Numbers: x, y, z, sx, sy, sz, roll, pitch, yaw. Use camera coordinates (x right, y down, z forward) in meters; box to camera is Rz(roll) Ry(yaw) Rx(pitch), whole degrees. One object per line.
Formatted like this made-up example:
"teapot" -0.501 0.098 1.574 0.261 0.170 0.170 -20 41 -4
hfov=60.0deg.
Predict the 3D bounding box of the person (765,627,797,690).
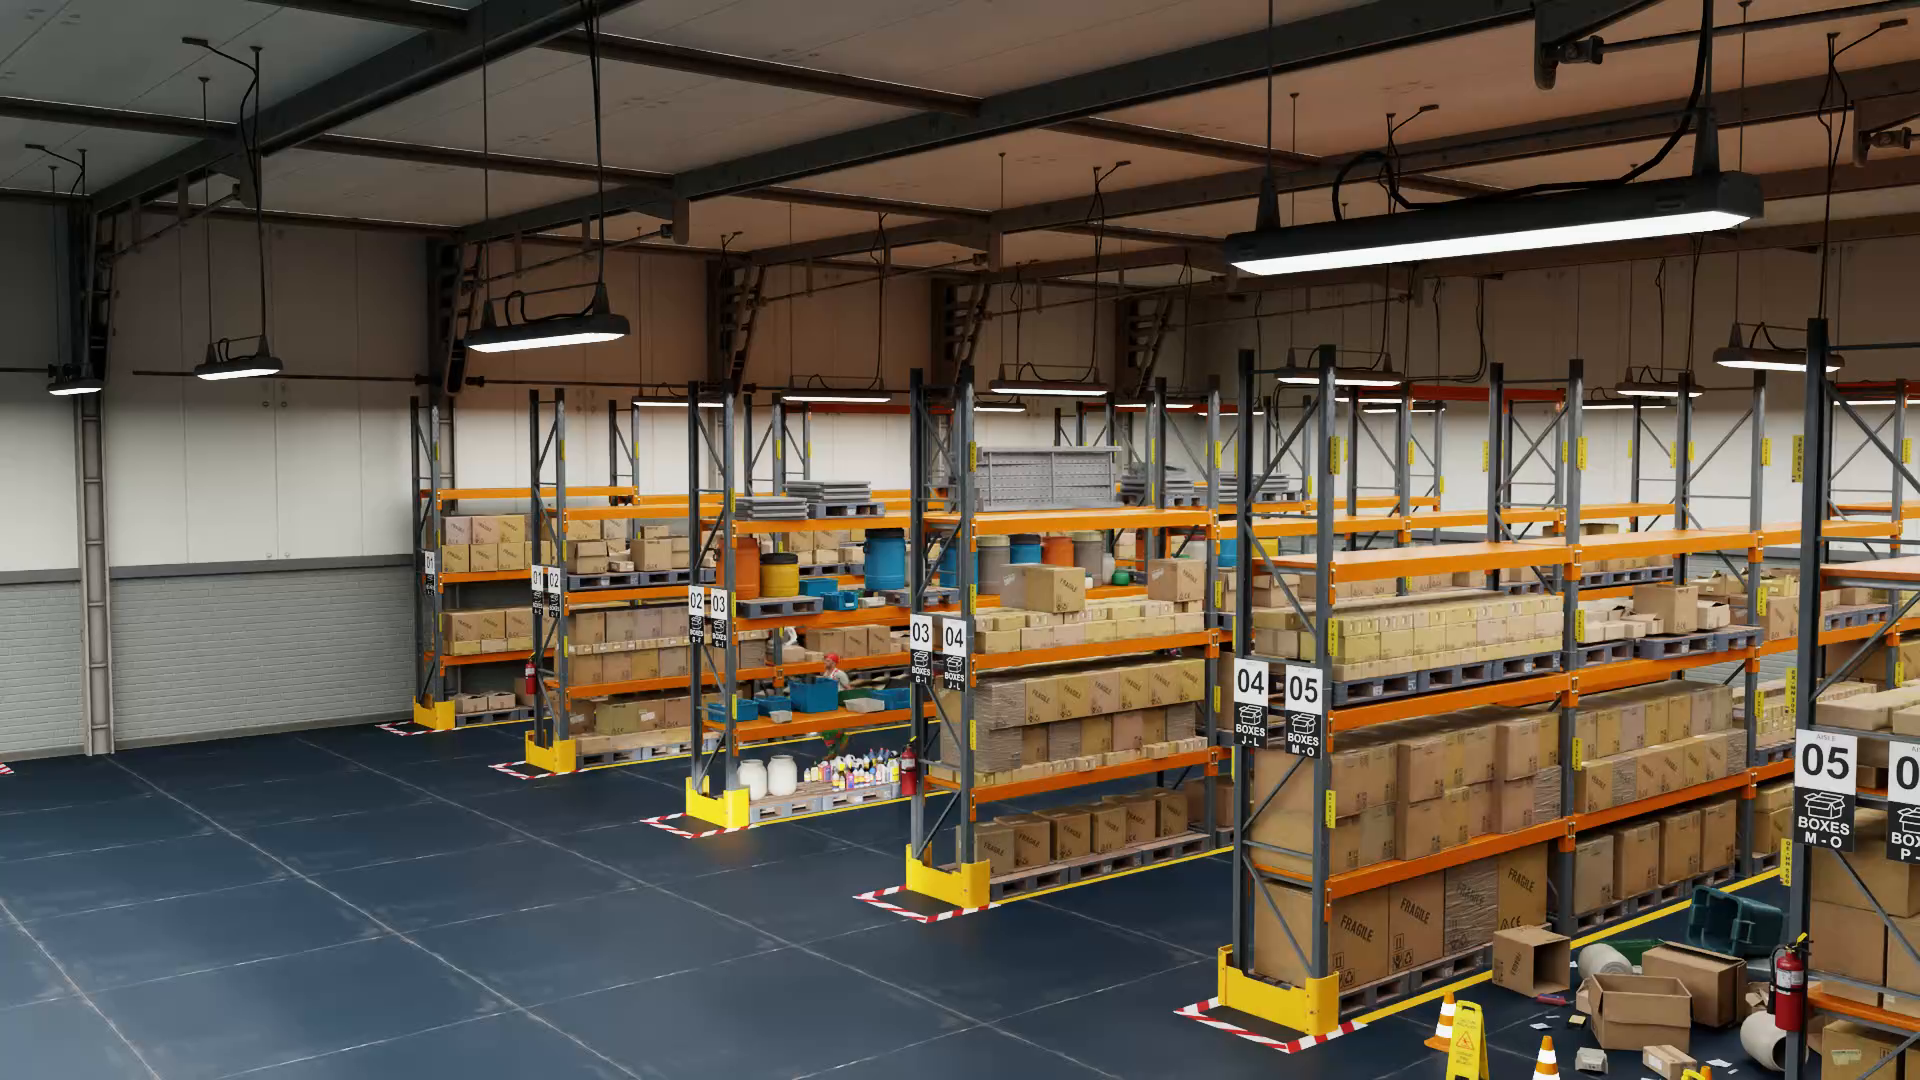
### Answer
"person" -3.511 2.156 32.201 0.609 1.666 0.506 3 5 42

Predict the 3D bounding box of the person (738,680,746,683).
"person" -4.199 2.421 31.439 0.679 1.812 0.846 3 4 41

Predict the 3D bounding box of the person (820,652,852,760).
"person" -2.051 2.702 27.046 0.563 1.748 0.654 -3 5 -43
